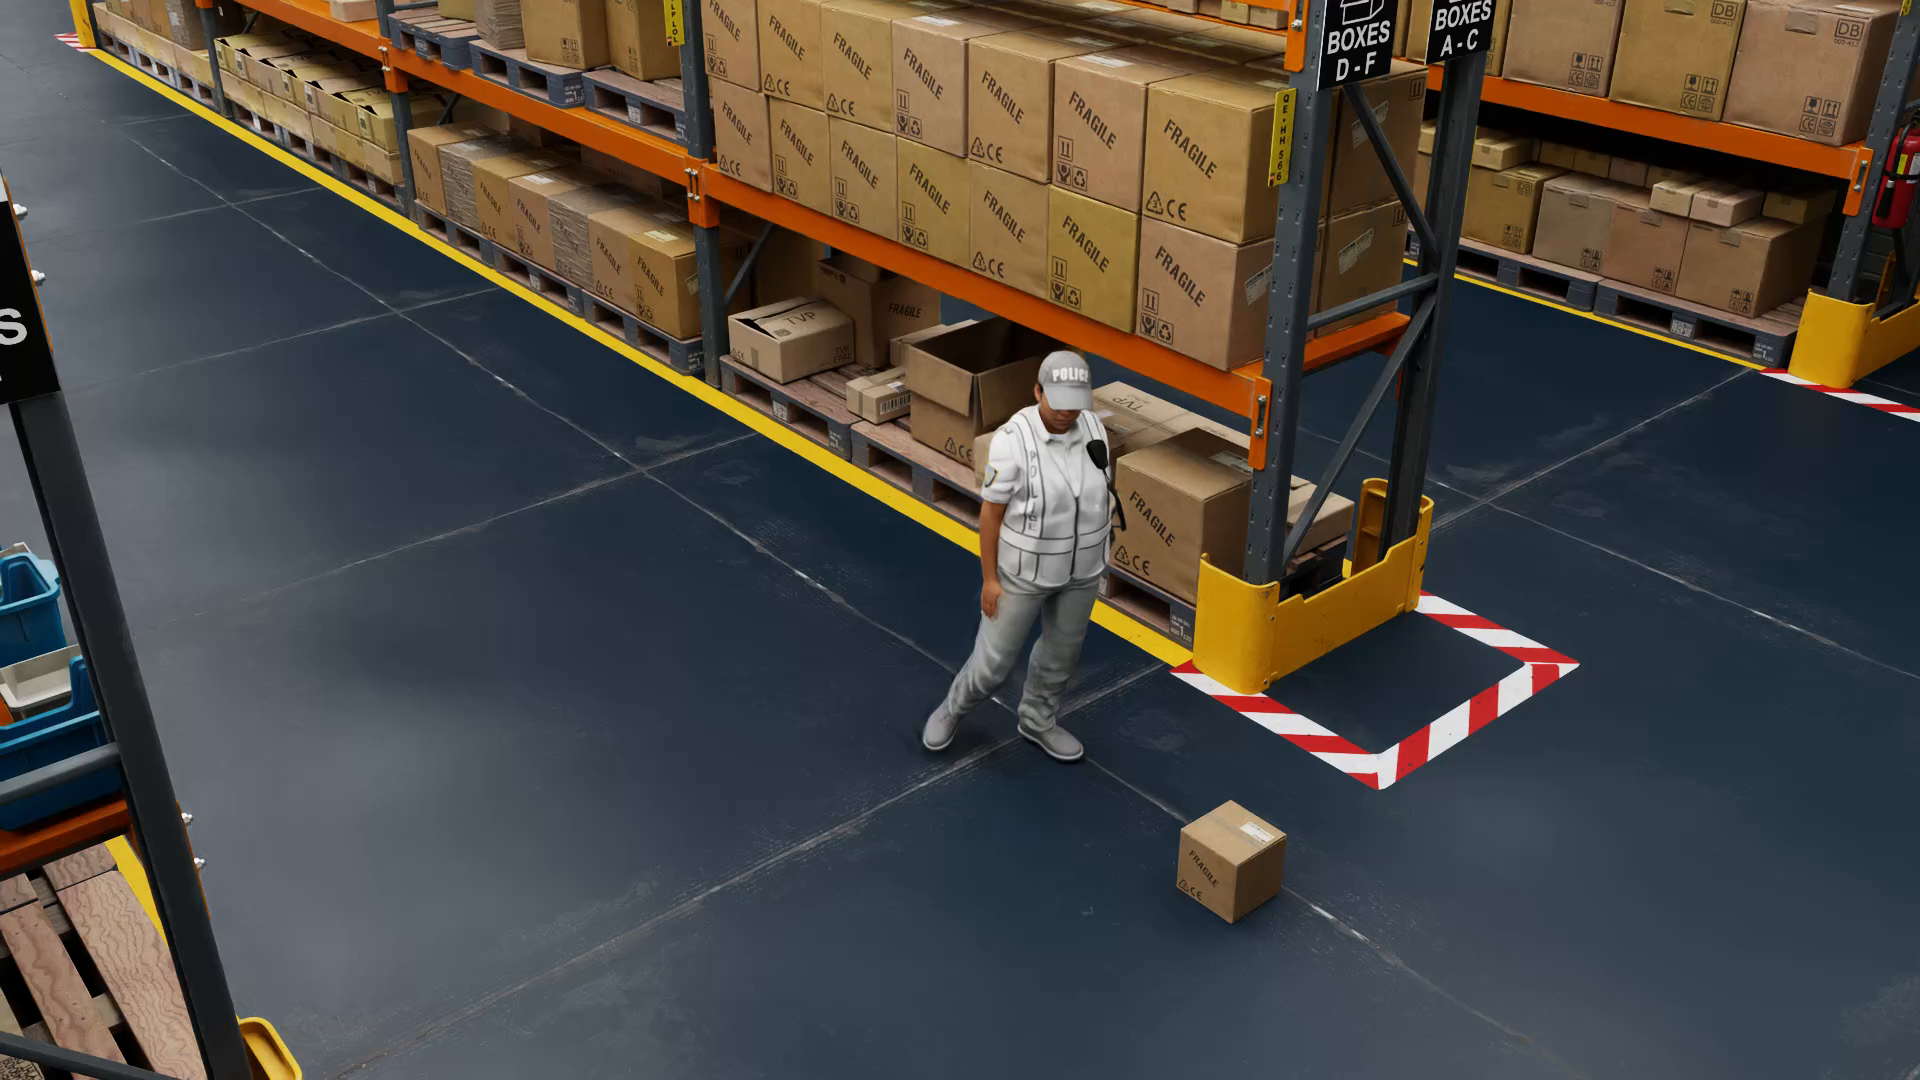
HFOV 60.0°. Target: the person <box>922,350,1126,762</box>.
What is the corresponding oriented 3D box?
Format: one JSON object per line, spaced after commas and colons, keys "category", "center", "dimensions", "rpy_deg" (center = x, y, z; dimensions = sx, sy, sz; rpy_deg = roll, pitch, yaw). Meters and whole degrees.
{"category": "person", "center": [0.214, 0.088, 5.942], "dimensions": [0.657, 1.656, 0.532], "rpy_deg": [-12, 31, -22]}
